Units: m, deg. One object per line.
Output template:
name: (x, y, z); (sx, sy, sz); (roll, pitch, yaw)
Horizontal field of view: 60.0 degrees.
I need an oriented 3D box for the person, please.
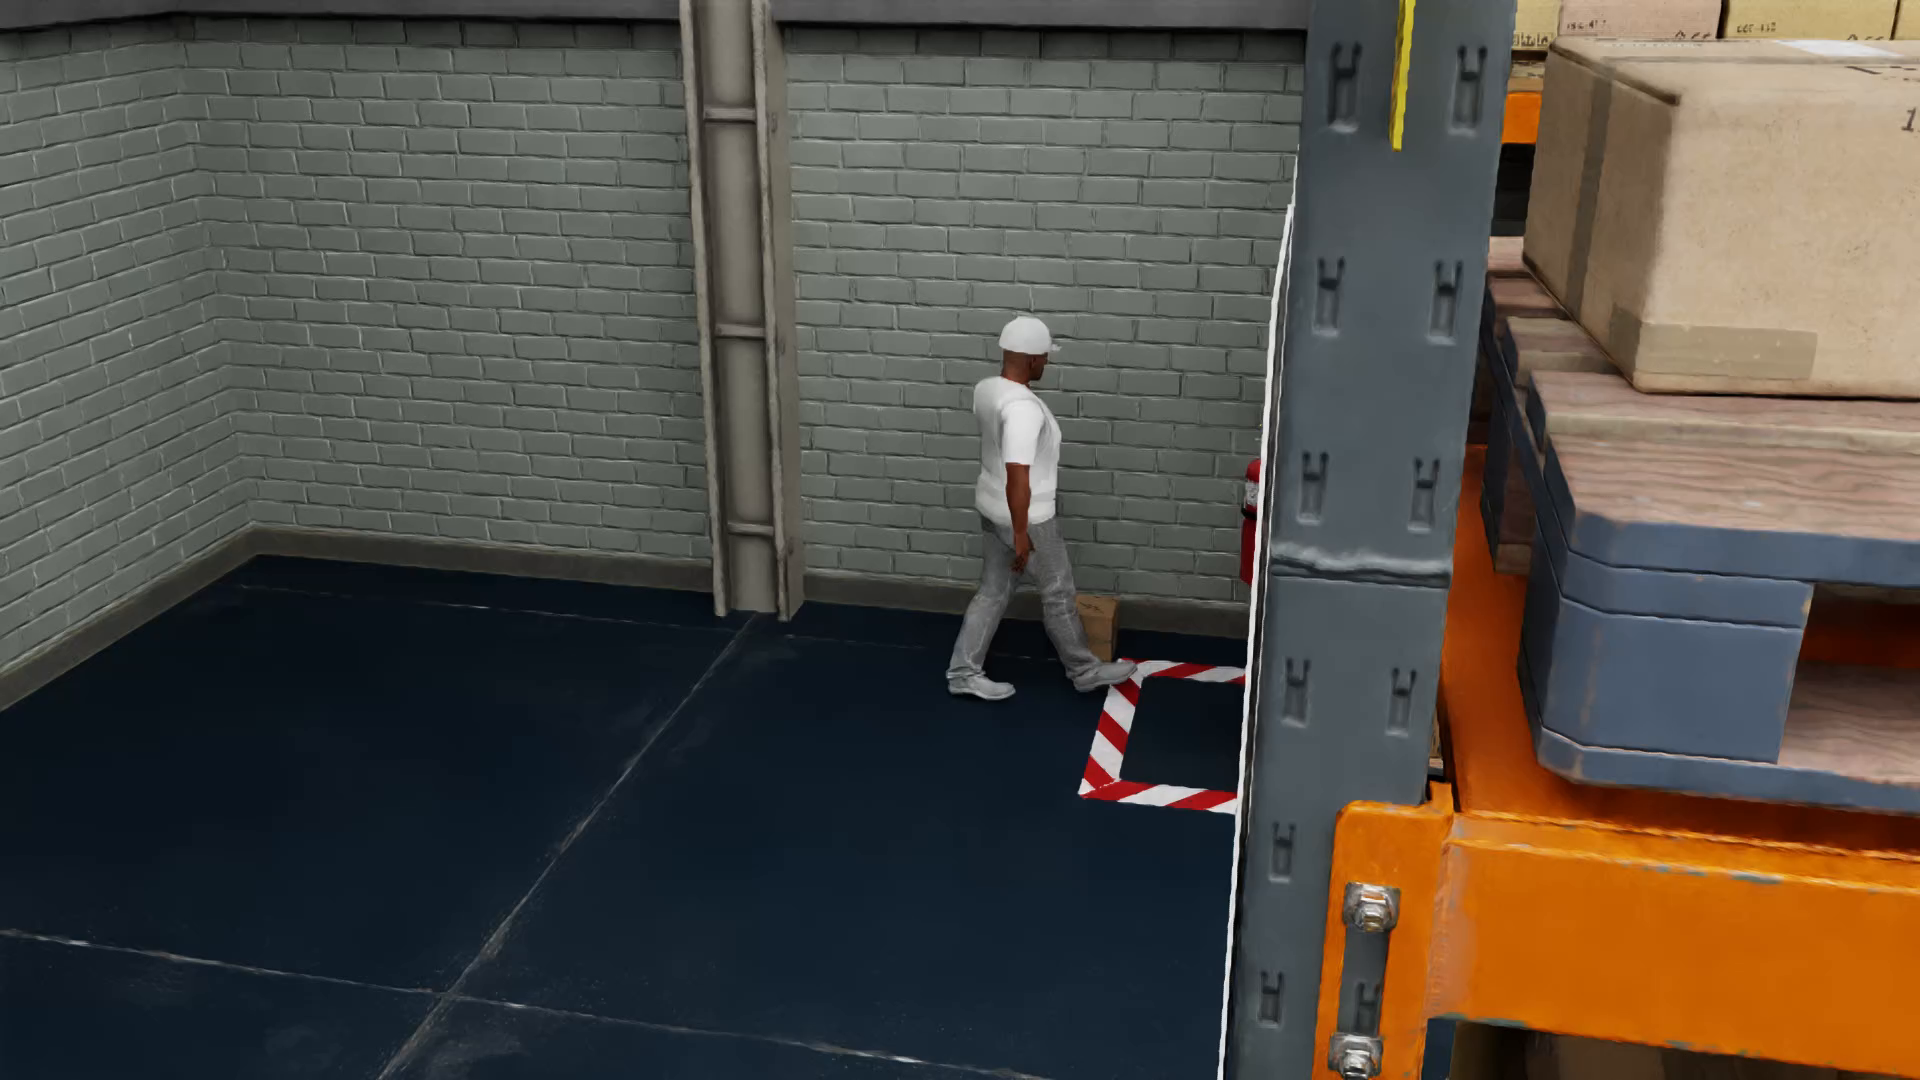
person: (0.269, -0.146, 7.381); (0.692, 1.637, 0.603); (-8, 23, -19)
